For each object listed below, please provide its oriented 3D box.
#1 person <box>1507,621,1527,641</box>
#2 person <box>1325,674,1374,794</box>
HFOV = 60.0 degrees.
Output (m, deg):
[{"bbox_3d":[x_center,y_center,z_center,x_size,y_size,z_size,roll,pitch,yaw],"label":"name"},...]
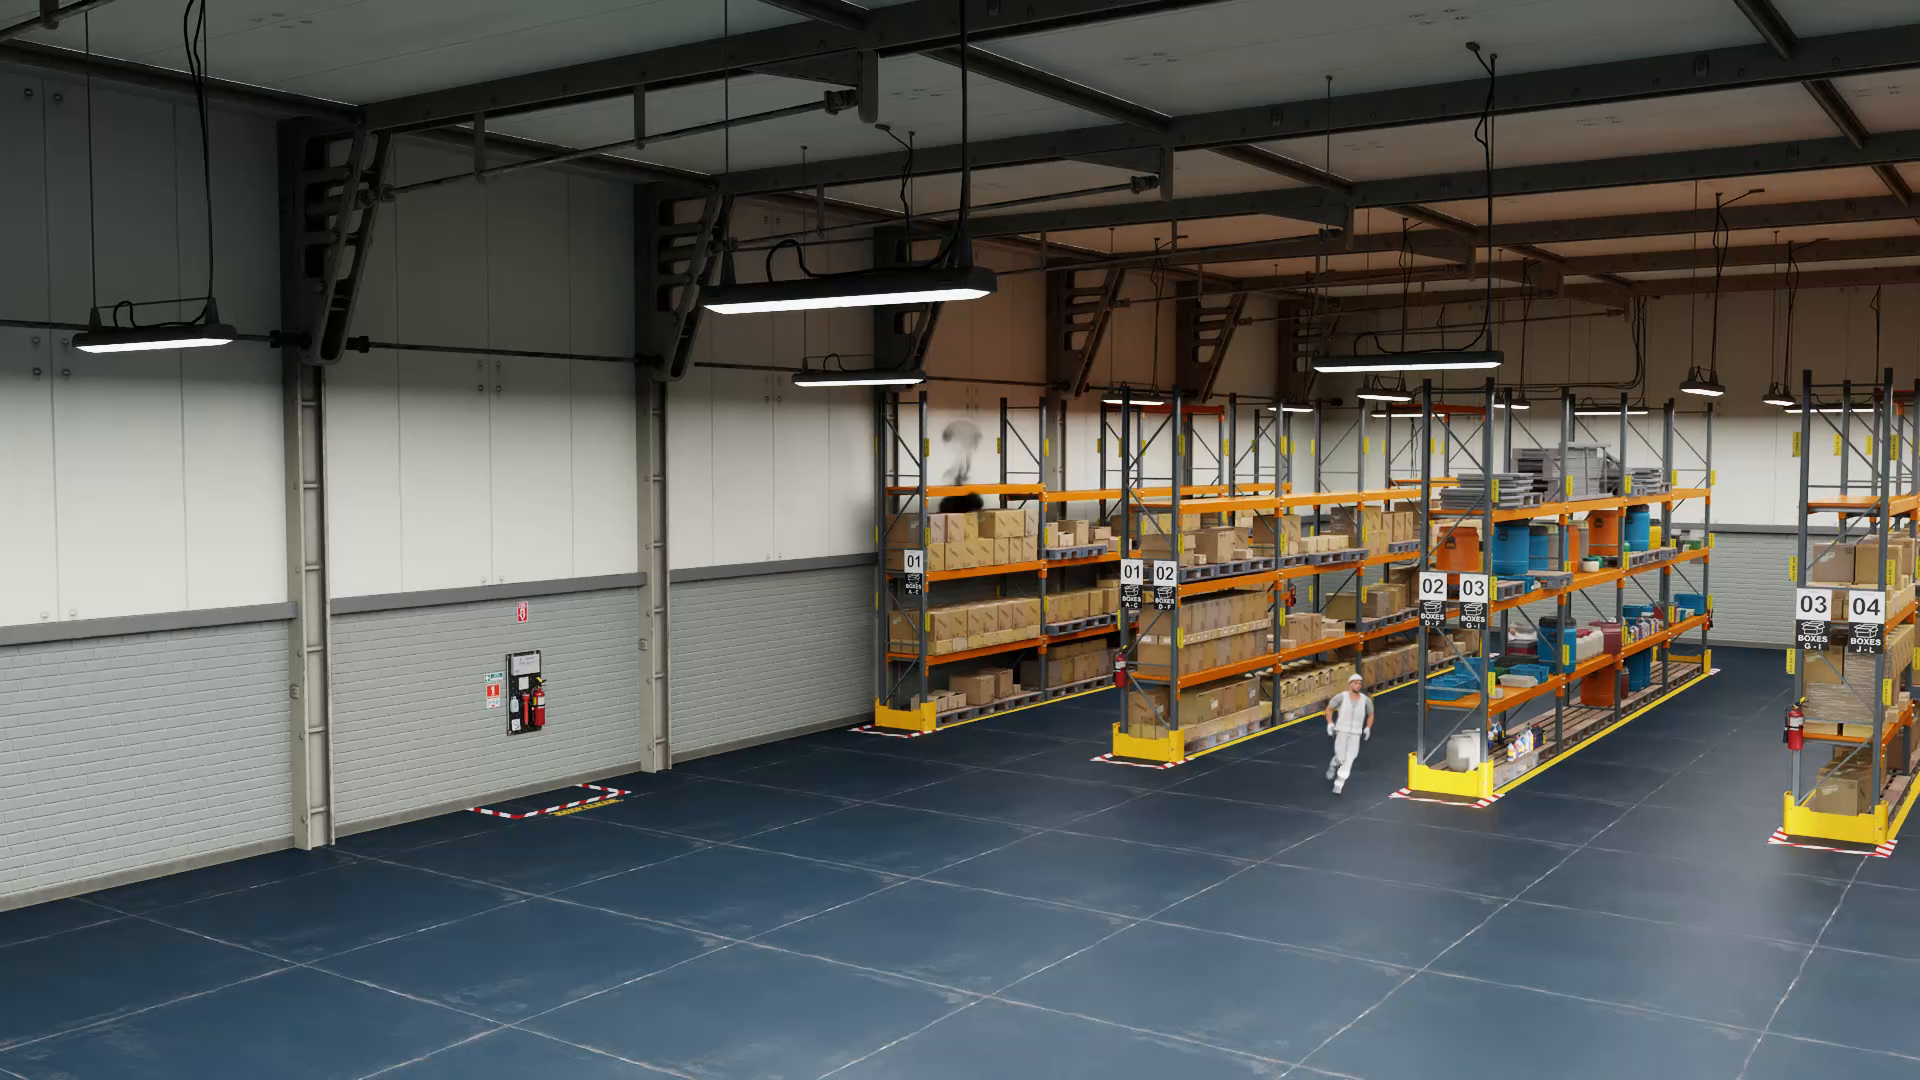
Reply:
[{"bbox_3d":[10.849,2.376,32.444,0.603,1.654,0.858,2,4,33],"label":"person"},{"bbox_3d":[5.686,2.806,24.183,0.698,1.706,0.605,0,3,3],"label":"person"}]
